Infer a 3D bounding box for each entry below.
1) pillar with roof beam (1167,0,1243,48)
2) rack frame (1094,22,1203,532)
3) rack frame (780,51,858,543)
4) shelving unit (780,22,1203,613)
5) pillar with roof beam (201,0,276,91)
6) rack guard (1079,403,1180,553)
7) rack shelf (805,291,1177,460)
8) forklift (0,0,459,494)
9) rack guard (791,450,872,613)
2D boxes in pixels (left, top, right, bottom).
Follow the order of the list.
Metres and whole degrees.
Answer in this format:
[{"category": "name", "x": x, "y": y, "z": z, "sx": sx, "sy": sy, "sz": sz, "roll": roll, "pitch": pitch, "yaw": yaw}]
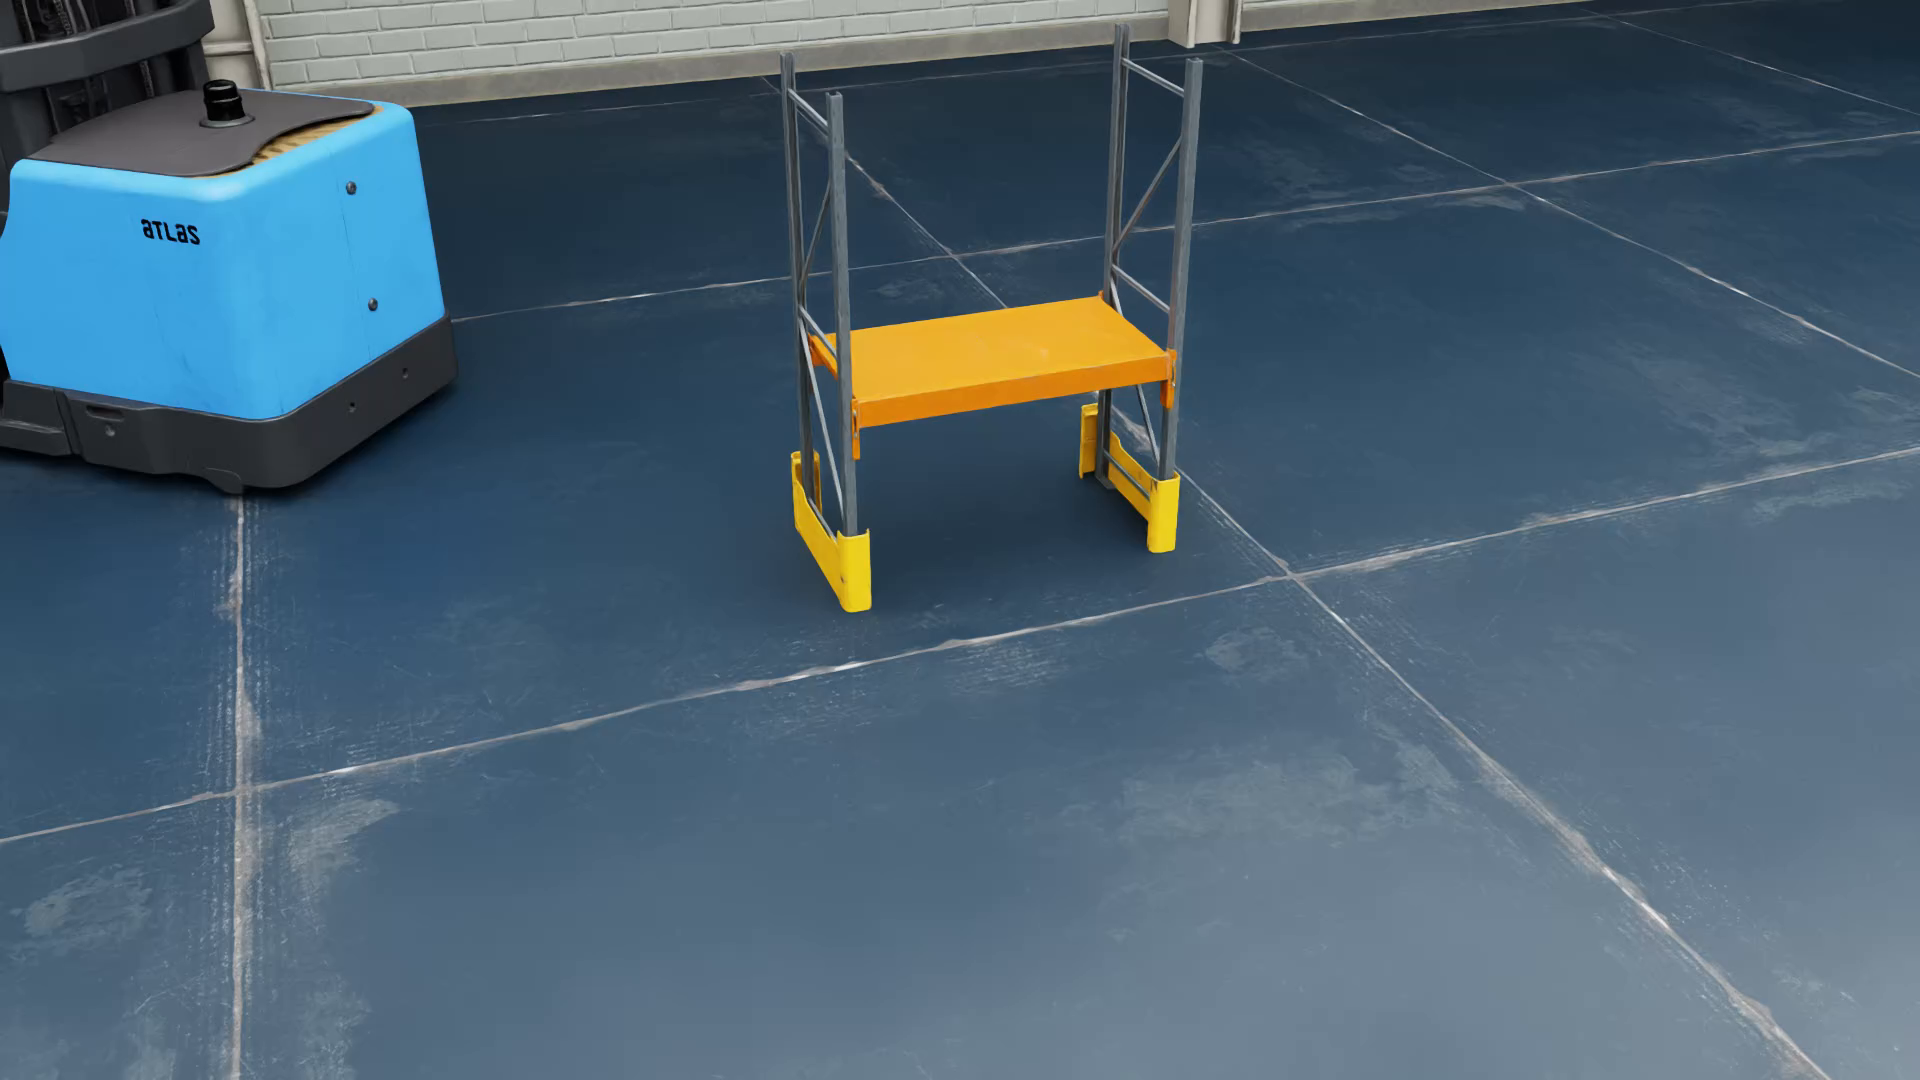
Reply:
[{"category": "pillar with roof beam", "x": 3.123, "y": -5.250, "z": 5.374, "sx": 0.400, "sy": 9.000, "sz": 9.100, "roll": -10, "pitch": 31, "yaw": -18}, {"category": "rack frame", "x": 0.556, "y": -0.754, "z": 5.059, "sx": 0.032, "sy": 1.500, "sz": 0.500, "roll": -10, "pitch": 31, "yaw": -18}, {"category": "rack frame", "x": -0.396, "y": -0.579, "z": 4.751, "sx": 0.032, "sy": 1.500, "sz": 0.500, "roll": -10, "pitch": 31, "yaw": -18}, {"category": "shelving unit", "x": 0.071, "y": -0.665, "z": 4.902, "sx": 1.083, "sy": 1.500, "sz": 0.587, "roll": -10, "pitch": 31, "yaw": -18}, {"category": "pillar with roof beam", "x": -2.501, "y": -4.214, "z": 3.557, "sx": 0.400, "sy": 9.000, "sz": 9.100, "roll": -10, "pitch": 31, "yaw": -18}, {"category": "rack guard", "x": 0.538, "y": -0.208, "z": 5.362, "sx": 0.087, "sy": 0.250, "sz": 0.587, "roll": -10, "pitch": 31, "yaw": -18}, {"category": "rack shelf", "x": 0.080, "y": -0.510, "z": 4.994, "sx": 1.000, "sy": 0.185, "sz": 0.538, "roll": -10, "pitch": 31, "yaw": -18}, {"category": "forklift", "x": -3.438, "y": -1.851, "z": 5.538, "sx": 3.031, "sy": 2.935, "sz": 1.130, "roll": 10, "pitch": 31, "yaw": 16}, {"category": "rack guard", "x": -0.395, "y": -0.036, "z": 5.060, "sx": 0.087, "sy": 0.250, "sz": 0.587, "roll": -10, "pitch": 31, "yaw": -18}]
